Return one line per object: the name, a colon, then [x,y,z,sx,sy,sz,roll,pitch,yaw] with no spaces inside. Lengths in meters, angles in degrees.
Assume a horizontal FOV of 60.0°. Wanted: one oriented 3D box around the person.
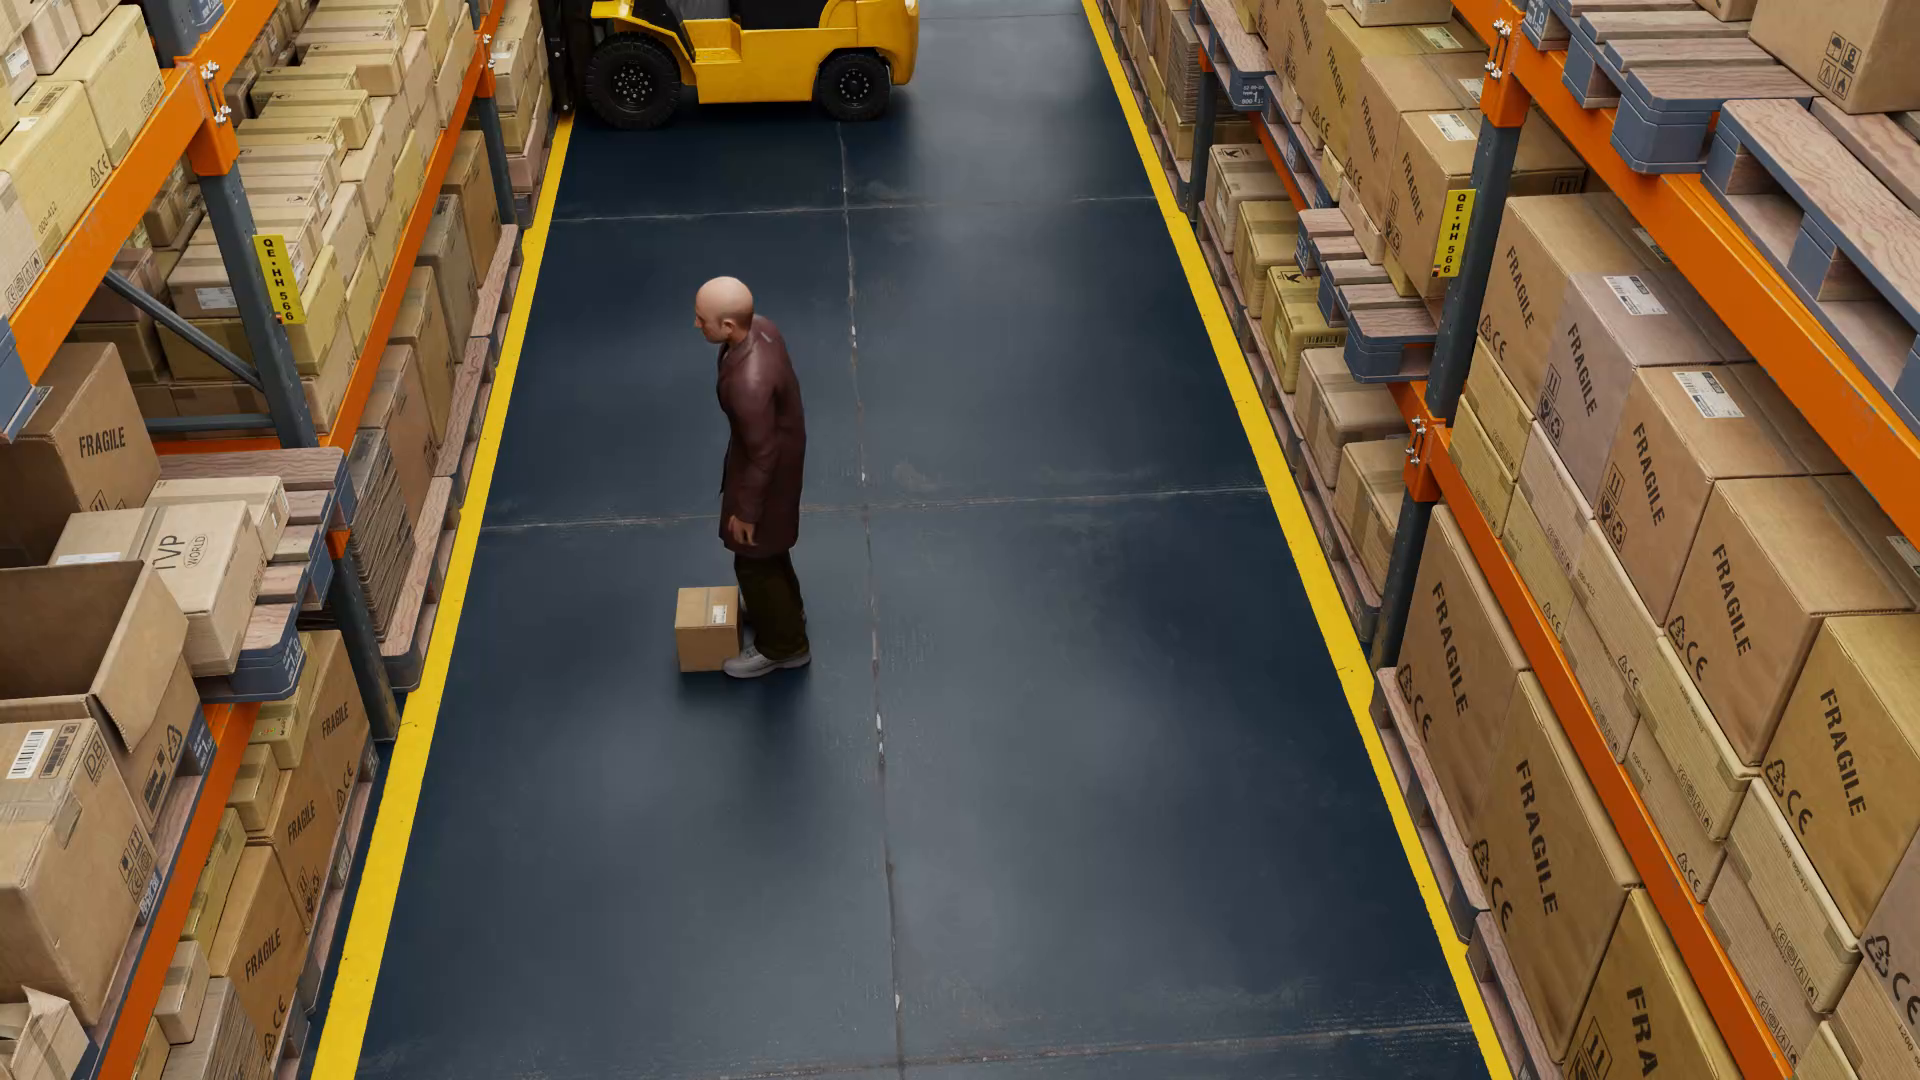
person: [-0.798,-0.246,6.473,0.423,1.774,0.643,-3,39,-4]
